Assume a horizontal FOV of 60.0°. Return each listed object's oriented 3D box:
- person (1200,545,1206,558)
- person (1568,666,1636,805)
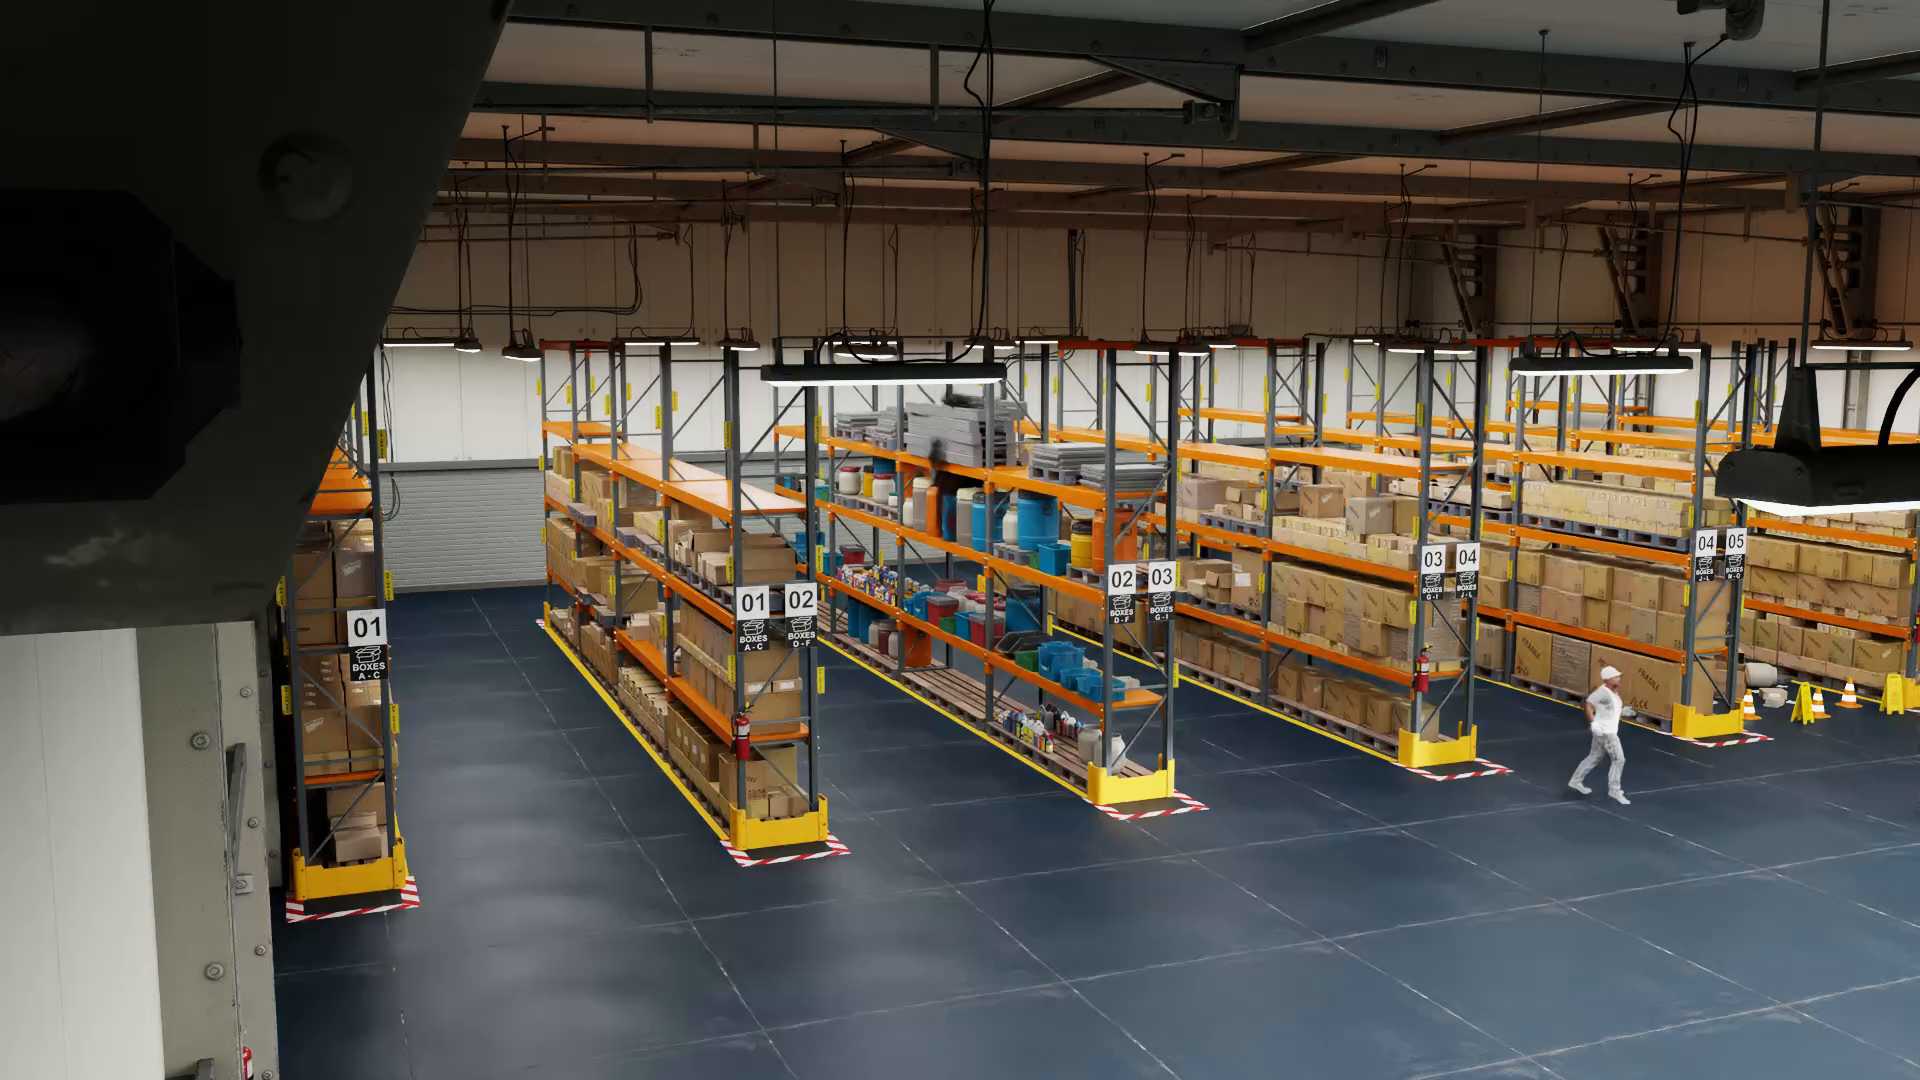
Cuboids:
[{"bbox_3d":[6.061,0.114,41.587,0.869,1.638,0.624,3,8,24],"label":"person"},{"bbox_3d":[8.566,2.579,22.155,0.810,1.832,0.663,2,8,18],"label":"person"}]
